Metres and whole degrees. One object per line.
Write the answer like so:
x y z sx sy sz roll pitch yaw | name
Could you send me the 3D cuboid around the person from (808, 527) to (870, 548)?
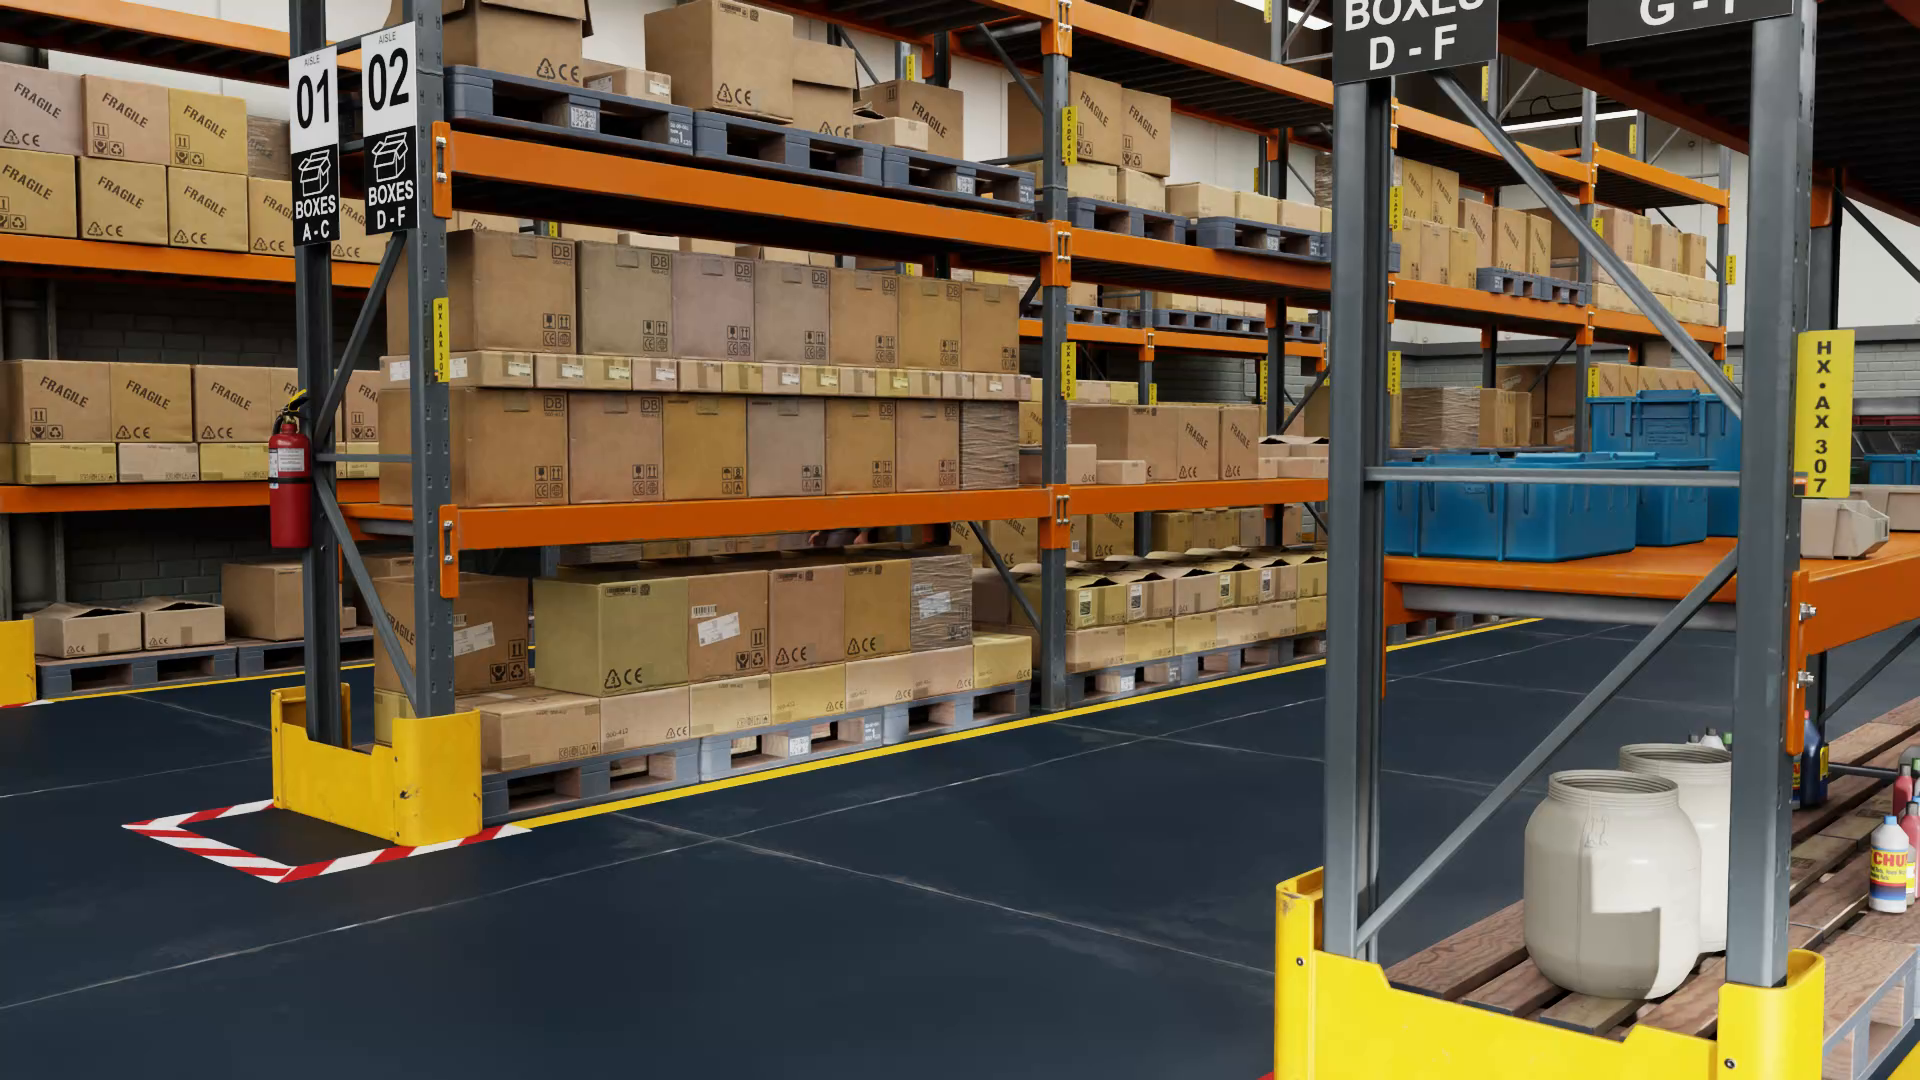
-0.997 -0.027 12.208 0.749 1.708 0.553 -2 4 -29 | person
